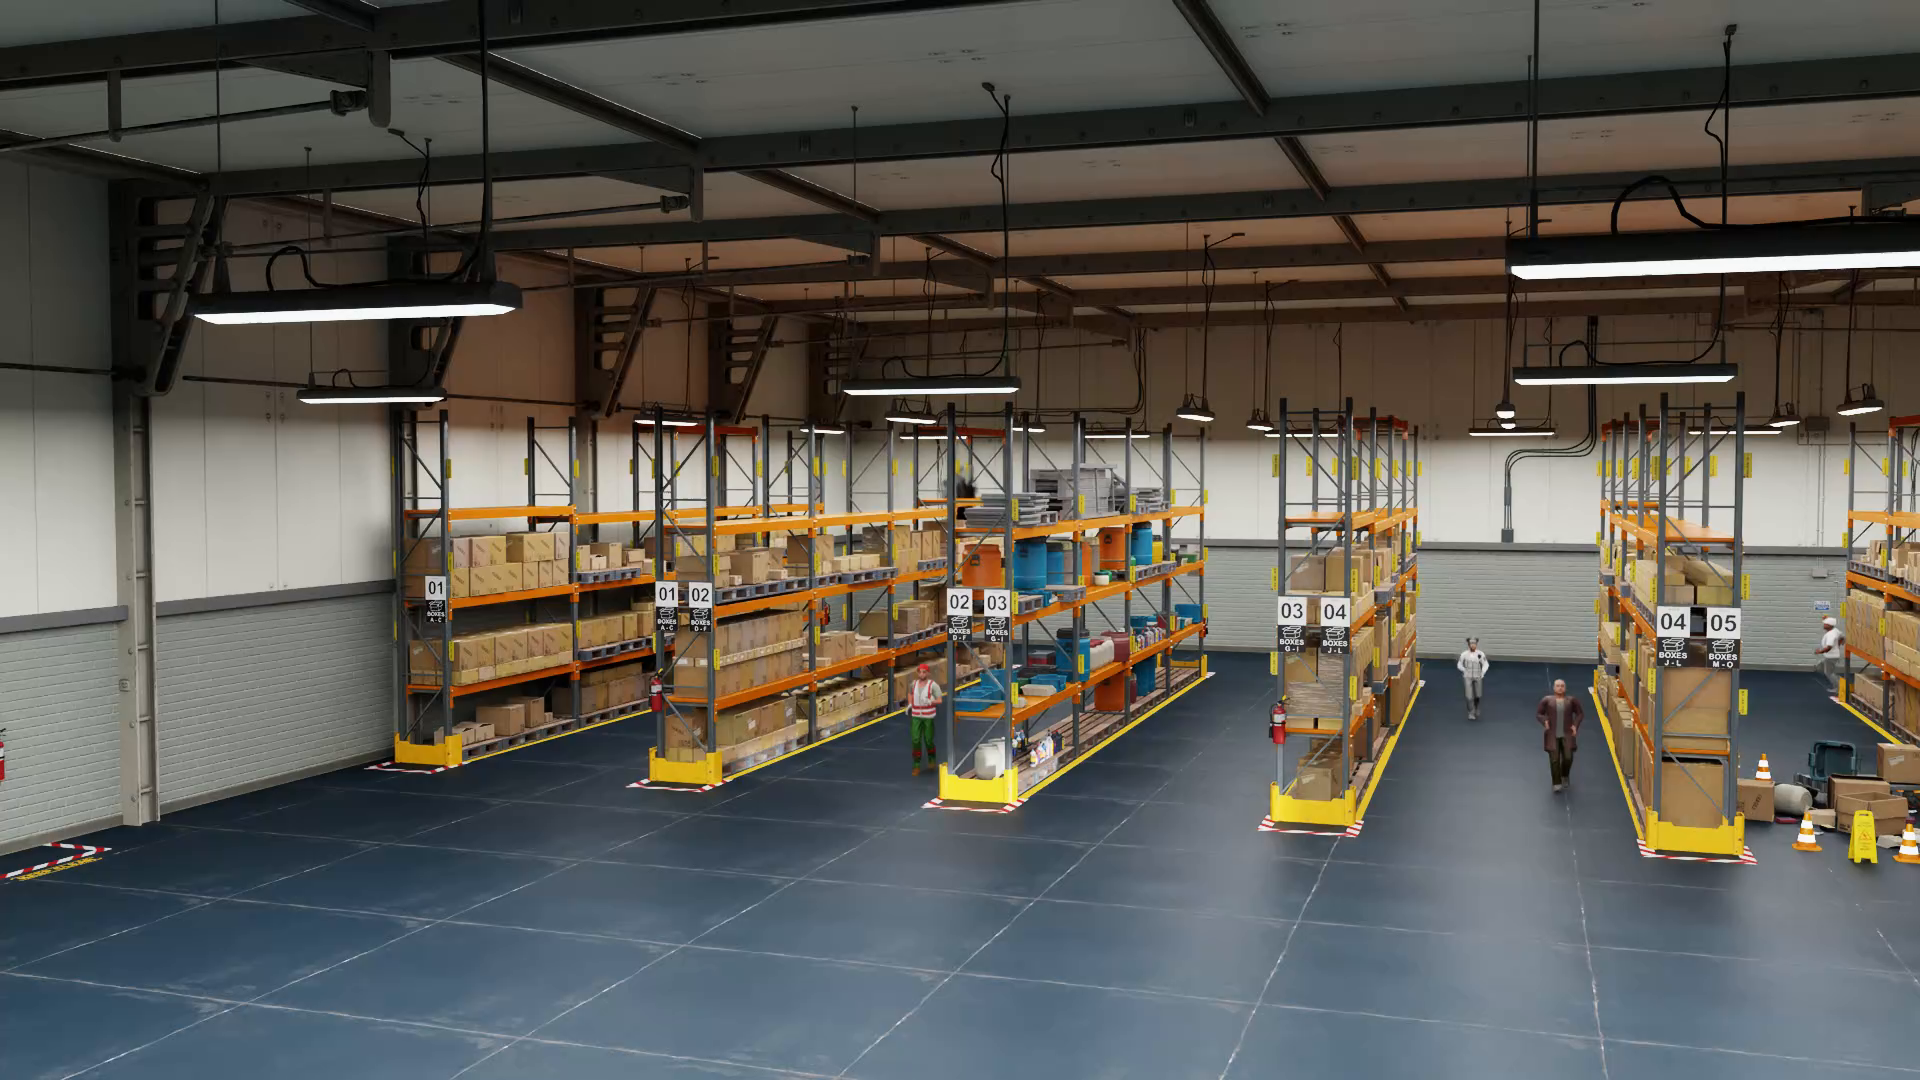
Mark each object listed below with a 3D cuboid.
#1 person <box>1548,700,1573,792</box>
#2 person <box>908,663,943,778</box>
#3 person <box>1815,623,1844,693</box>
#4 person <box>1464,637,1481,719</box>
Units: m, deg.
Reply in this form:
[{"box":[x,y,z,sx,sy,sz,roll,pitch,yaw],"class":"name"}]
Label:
[{"box":[9.289,3.152,25.767,0.621,1.473,0.566,1,3,18],"class":"person"},{"box":[-0.595,2.930,27.241,0.640,1.824,0.814,1,3,15],"class":"person"},{"box":[19.314,2.582,36.961,0.567,1.655,0.722,1,3,28],"class":"person"},{"box":[10.226,2.747,33.207,0.334,1.652,0.347,1,3,15],"class":"person"}]
